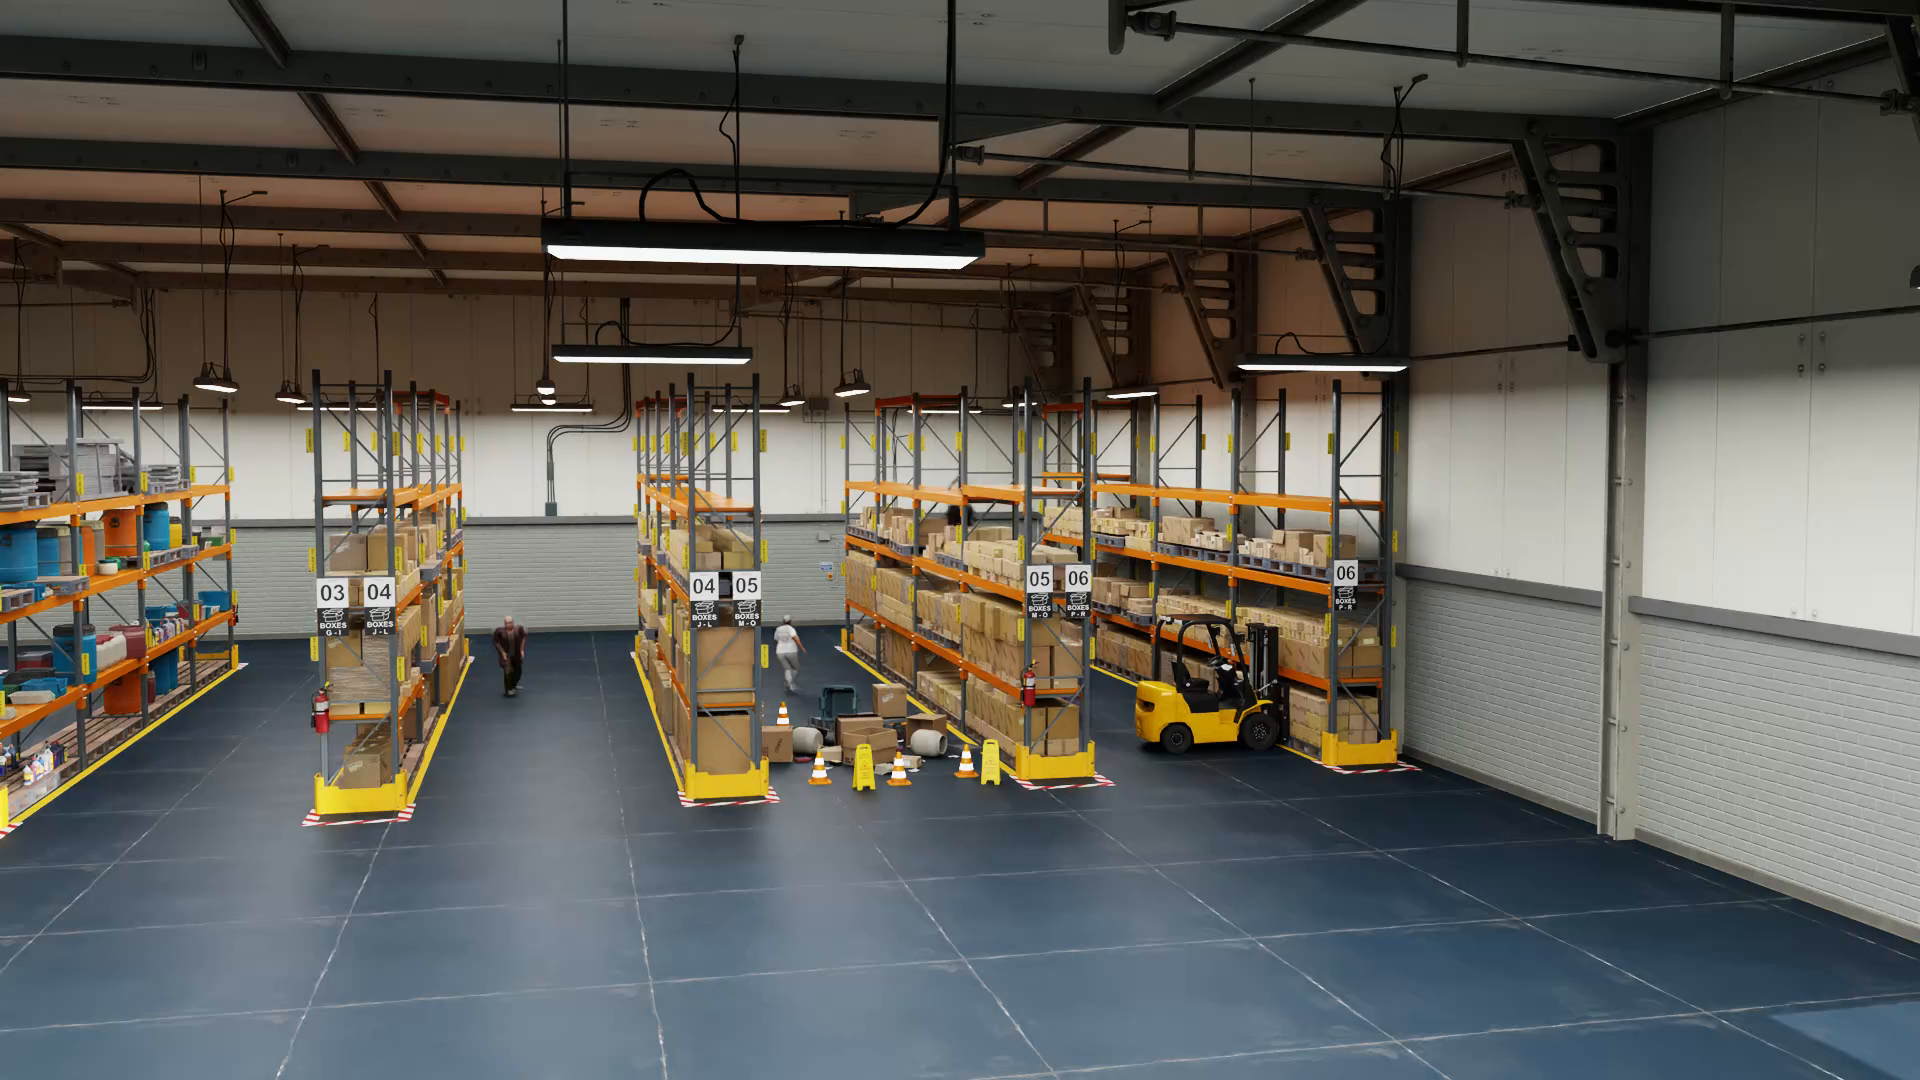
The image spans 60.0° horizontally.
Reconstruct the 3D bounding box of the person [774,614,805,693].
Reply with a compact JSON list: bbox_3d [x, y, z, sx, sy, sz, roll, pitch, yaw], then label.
[{"bbox_3d":[-3.458,2.311,33.433,0.717,1.600,0.630,1,3,18],"label":"person"}]

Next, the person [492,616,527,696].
[{"bbox_3d":[-8.964,2.278,33.068,0.718,1.623,0.907,-2,4,-32],"label":"person"}]

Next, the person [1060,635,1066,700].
[{"bbox_3d":[1.754,2.361,31.657,0.609,1.609,0.861,-1,3,-16],"label":"person"}]
